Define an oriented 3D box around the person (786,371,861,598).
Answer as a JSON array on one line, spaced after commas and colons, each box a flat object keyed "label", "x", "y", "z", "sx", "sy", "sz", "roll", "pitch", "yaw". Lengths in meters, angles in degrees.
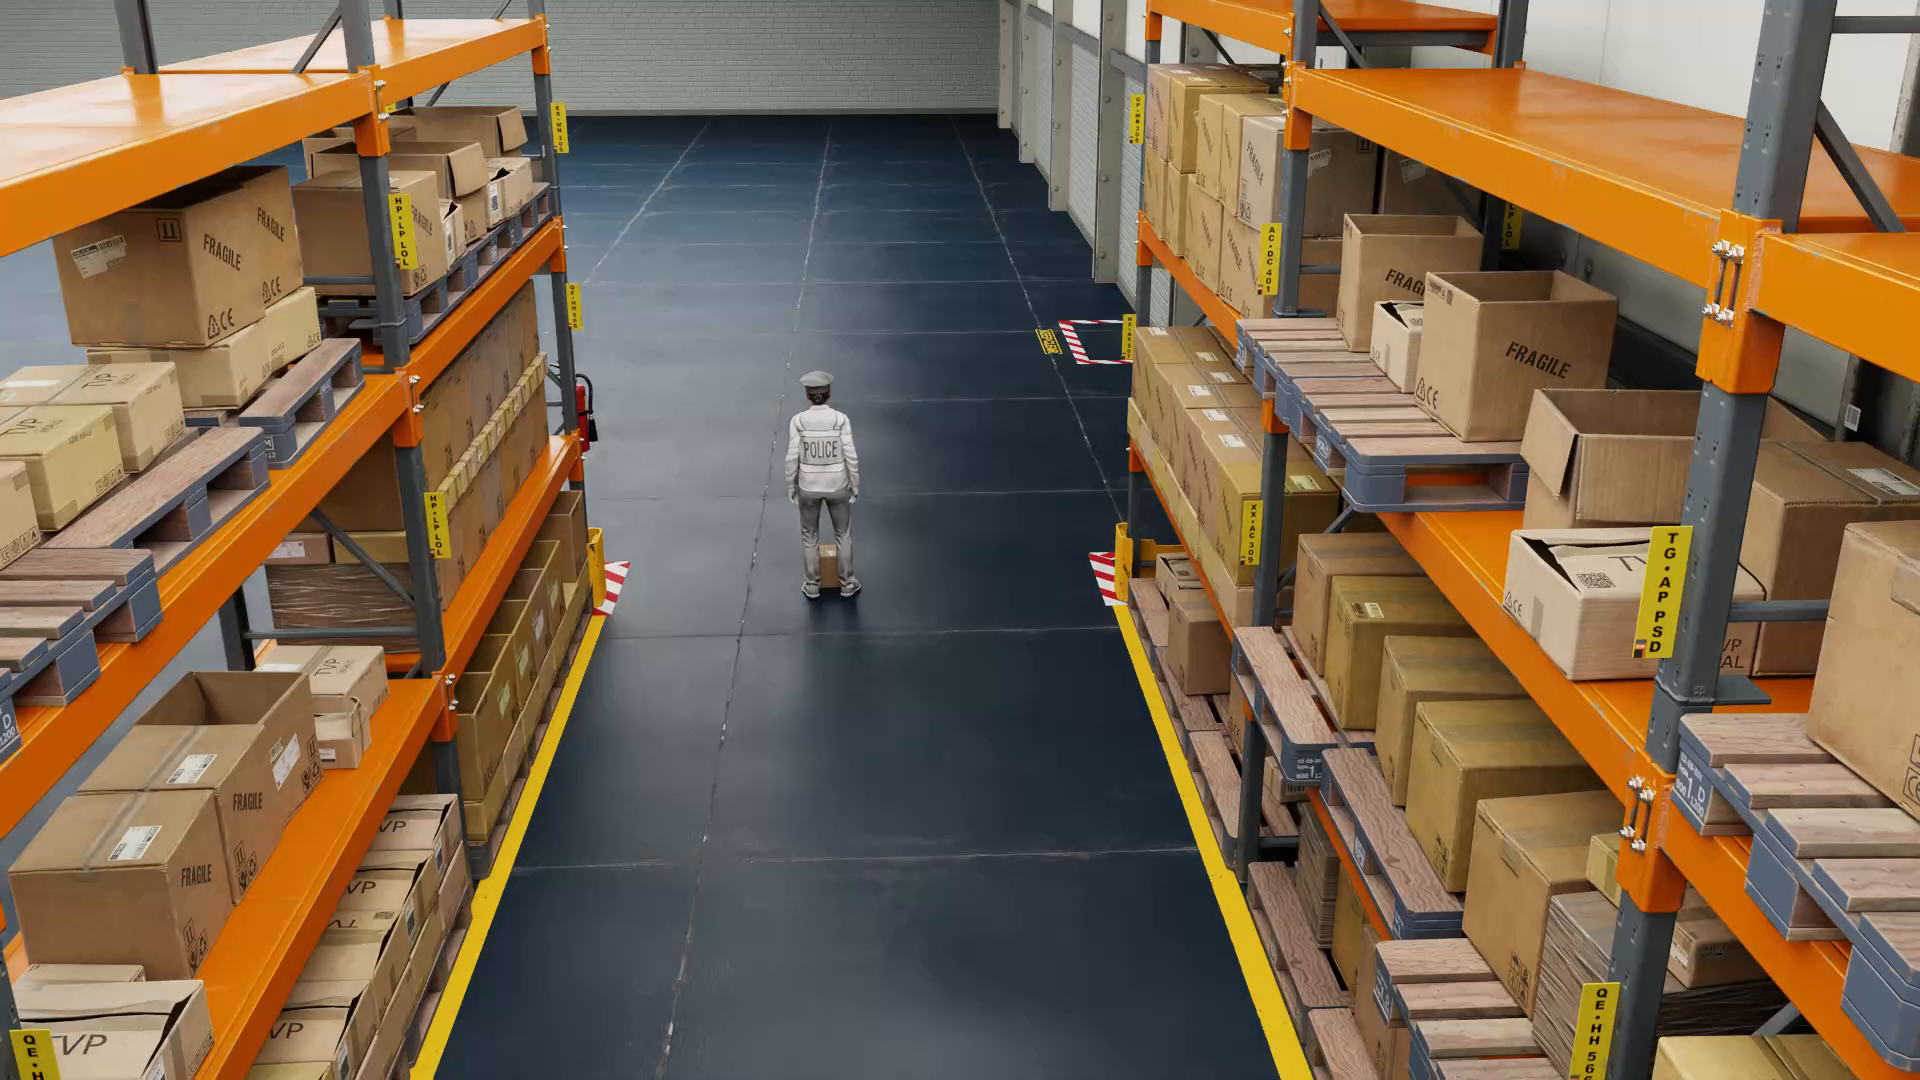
[{"label": "person", "x": -0.996, "y": -0.380, "z": 12.086, "sx": 0.530, "sy": 1.664, "sz": 0.371, "roll": -1, "pitch": 21, "yaw": -3}]
